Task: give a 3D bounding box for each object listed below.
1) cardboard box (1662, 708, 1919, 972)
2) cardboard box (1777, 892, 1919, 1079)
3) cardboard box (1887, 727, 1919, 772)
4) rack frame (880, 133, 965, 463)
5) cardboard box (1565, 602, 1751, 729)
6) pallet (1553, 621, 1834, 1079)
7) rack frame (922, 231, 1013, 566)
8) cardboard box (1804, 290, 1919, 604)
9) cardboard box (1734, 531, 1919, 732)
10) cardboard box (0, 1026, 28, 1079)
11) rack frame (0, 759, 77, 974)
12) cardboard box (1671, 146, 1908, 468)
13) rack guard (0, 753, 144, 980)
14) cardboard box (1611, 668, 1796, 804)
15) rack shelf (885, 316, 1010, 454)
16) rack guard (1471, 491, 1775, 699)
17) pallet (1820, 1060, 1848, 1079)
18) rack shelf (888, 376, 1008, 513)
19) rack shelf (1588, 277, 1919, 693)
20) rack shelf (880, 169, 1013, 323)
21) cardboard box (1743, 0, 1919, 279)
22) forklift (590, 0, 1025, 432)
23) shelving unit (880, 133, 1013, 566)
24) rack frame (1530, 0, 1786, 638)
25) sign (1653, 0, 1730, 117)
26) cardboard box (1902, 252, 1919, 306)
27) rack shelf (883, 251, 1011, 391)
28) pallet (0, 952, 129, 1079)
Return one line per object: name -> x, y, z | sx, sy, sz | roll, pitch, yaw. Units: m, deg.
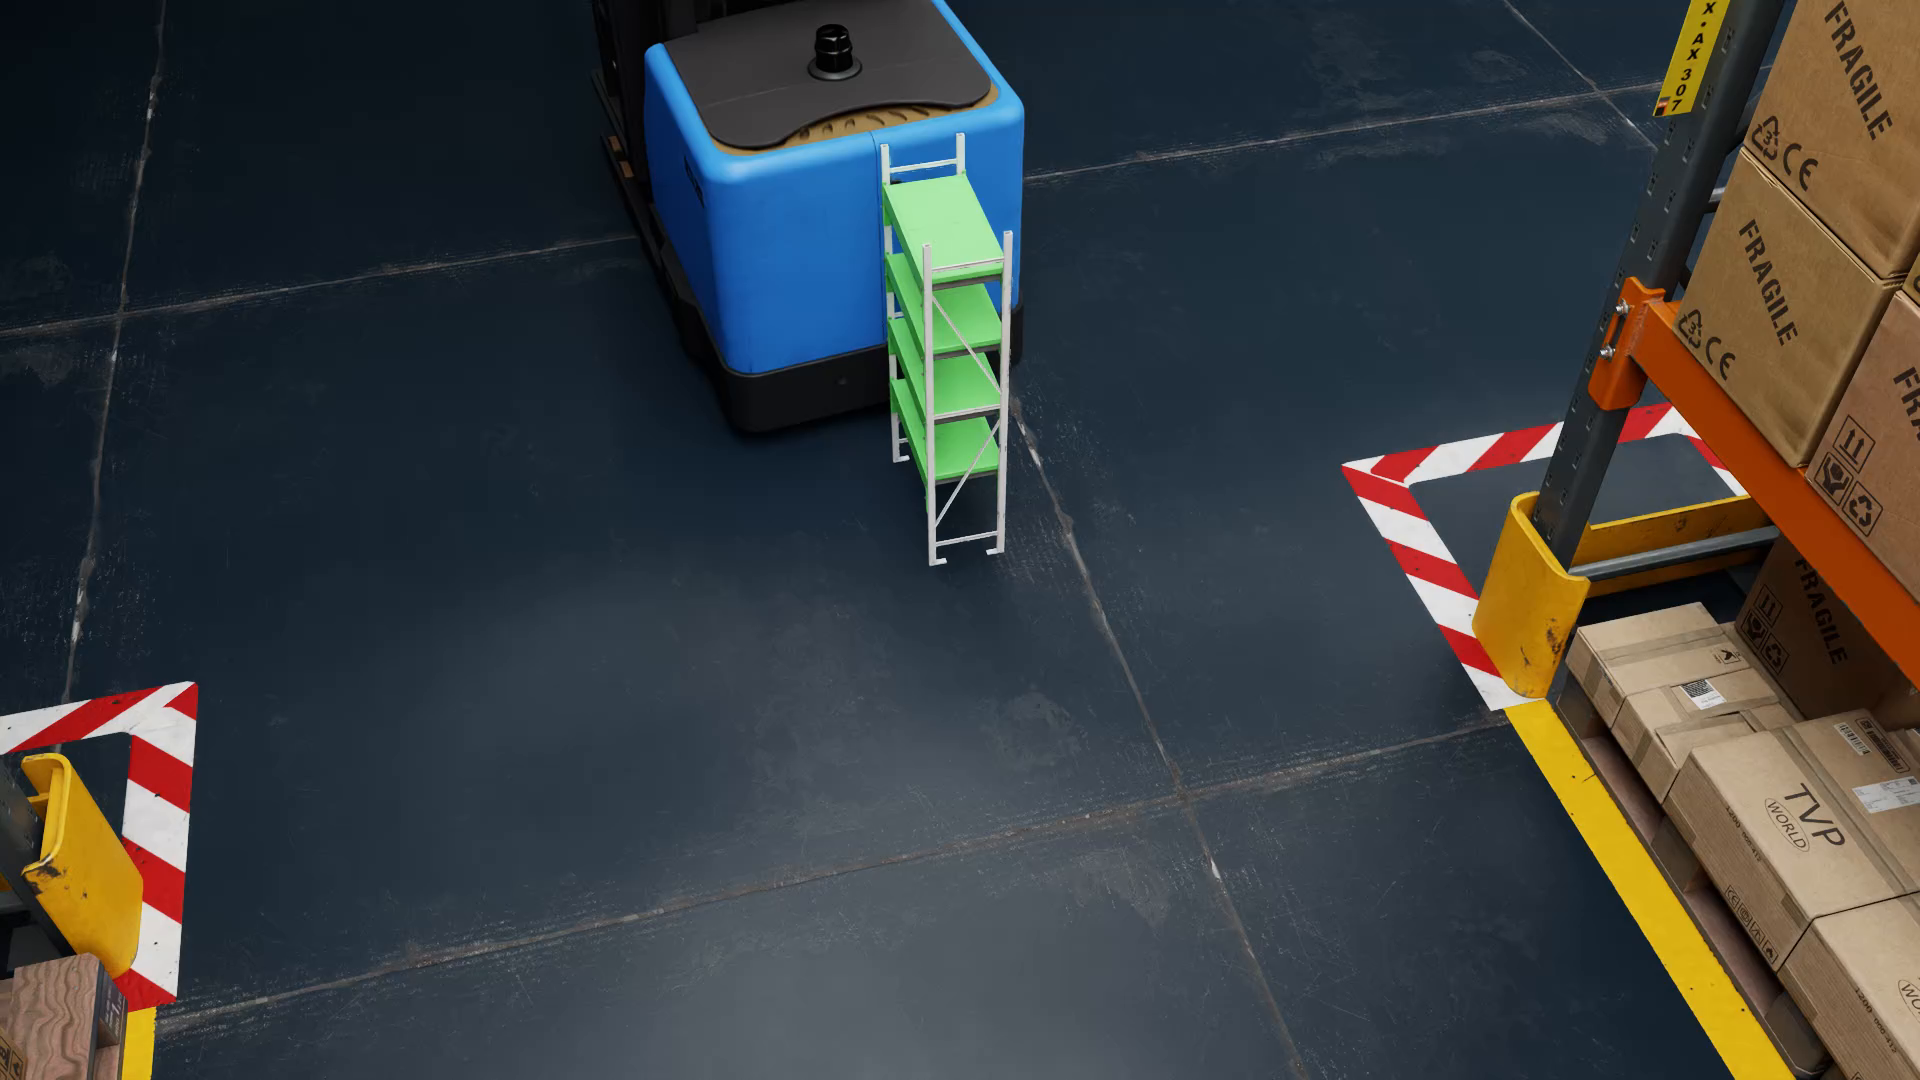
cardboard box -> 2.104, 0.722, 4.059 | 0.500, 0.250, 0.500 | -11, 47, -10
cardboard box -> 2.232, 1.067, 3.721 | 0.500, 0.250, 0.500 | -11, 47, -10
cardboard box -> 2.505, 0.605, 4.232 | 0.380, 0.166, 0.250 | -11, 47, -10
rack frame -> -0.105, -0.703, 5.099 | 0.240, 1.200, 0.015 | -11, 47, -10
cardboard box -> 1.886, 0.337, 4.507 | 0.380, 0.149, 0.250 | -11, 47, -10
pallet -> 2.336, 0.720, 4.397 | 1.003, 0.211, 1.213 | -11, 47, -10
rack frame -> 0.020, -0.366, 4.768 | 0.240, 1.200, 0.015 | -11, 47, -10
cardboard box -> 2.107, -0.184, 3.260 | 0.500, 0.500, 0.500 | -11, 47, -11
cardboard box -> 2.489, 0.193, 4.403 | 0.500, 0.500, 0.500 | -11, 47, -10
cardboard box -> -2.400, 1.243, 3.388 | 0.700, 0.500, 0.500 | -11, 47, -10
rack frame -> -2.676, 0.050, 3.101 | 1.000, 3.000, 0.127 | -11, 47, -10
cardboard box -> 1.970, -0.539, 3.608 | 0.500, 0.500, 0.500 | -10, 46, -9
rack guard -> -2.682, 0.908, 4.010 | 1.175, 0.500, 0.348 | -11, 47, -10
cardboard box -> 1.950, 0.504, 4.332 | 0.380, 0.166, 0.250 | -11, 47, -10
rack shelf -> -0.042, -0.490, 4.979 | 0.258, 0.148, 0.480 | -11, 47, -10
rack guard -> 2.131, 0.069, 4.833 | 1.175, 0.500, 0.348 | -11, 47, -10
pallet -> 2.645, 1.561, 3.573 | 1.003, 0.211, 1.213 | -11, 47, -10
rack shelf -> -0.042, -0.322, 5.151 | 0.258, 0.148, 0.480 | -11, 47, -10
rack shelf -> 2.623, 0.774, 2.895 | 1.077, 0.370, 4.000 | -11, 47, -10
rack shelf -> -0.042, -0.825, 4.636 | 0.258, 0.148, 0.480 | -11, 47, -10
cardboard box -> 1.970, -0.889, 3.251 | 0.500, 0.500, 0.500 | -9, 46, -9
forklift -> -0.788, -2.452, 5.601 | 1.130, 2.935, 3.031 | -15, 48, -15
shelving unit -> -0.042, -0.534, 4.933 | 0.258, 1.200, 0.503 | -11, 47, -10
rack frame -> 2.111, -0.859, 3.991 | 1.000, 3.000, 0.127 | -11, 47, -10
sign -> 1.587, -1.062, 3.585 | 0.100, 0.325, 0.005 | -11, 47, -10
cardboard box -> 2.111, -0.530, 2.899 | 0.500, 0.500, 0.500 | -10, 46, -10
rack shelf -> -0.042, -0.658, 4.808 | 0.258, 0.148, 0.480 | -11, 47, -10
pallet -> -2.396, 1.563, 3.570 | 1.003, 0.211, 1.213 | -11, 47, -10
